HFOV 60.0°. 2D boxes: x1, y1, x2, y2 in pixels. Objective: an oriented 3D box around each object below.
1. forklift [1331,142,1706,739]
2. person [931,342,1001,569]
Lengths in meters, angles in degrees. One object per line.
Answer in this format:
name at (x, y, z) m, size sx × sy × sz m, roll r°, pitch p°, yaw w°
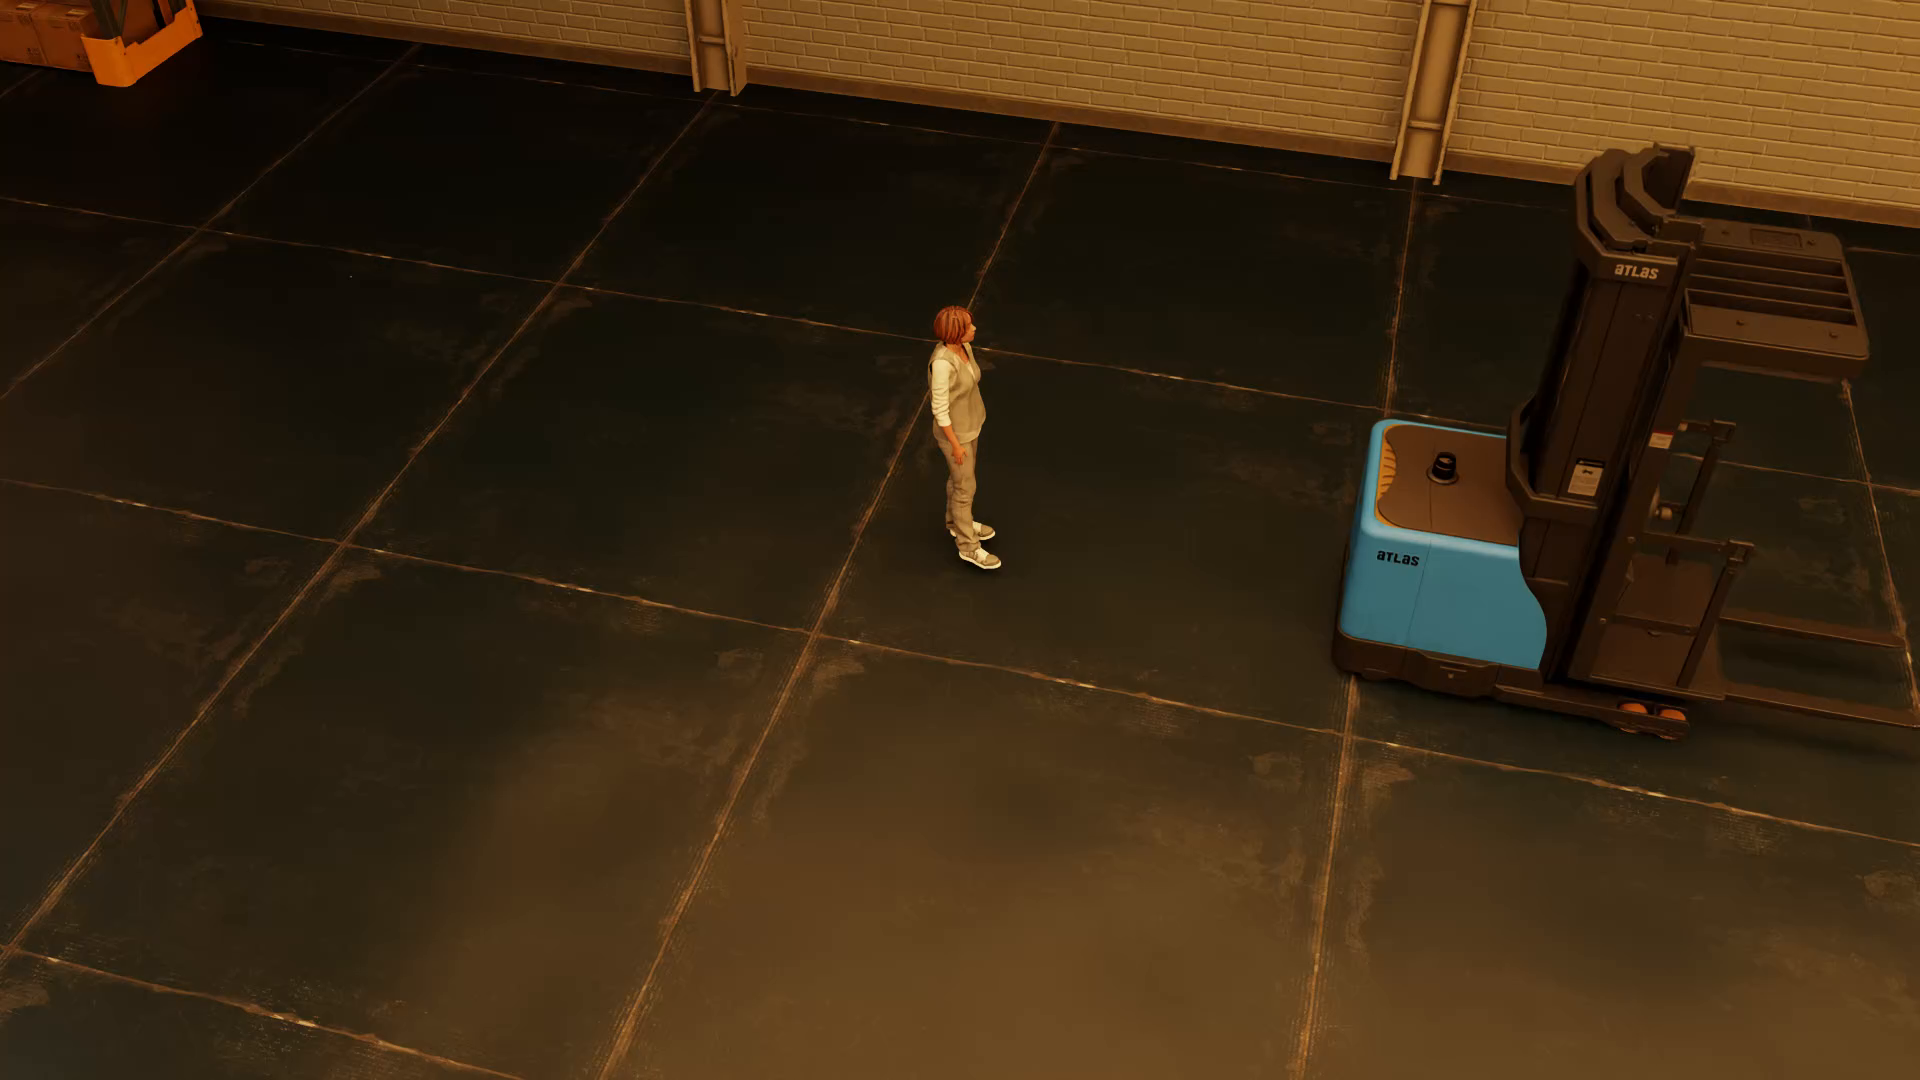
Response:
forklift at (3.634, -0.428, 8.350) m, size 3.031 × 2.935 × 1.130 m, roll 10°, pitch 42°, yaw 11°
person at (0.075, -0.525, 9.579) m, size 0.459 × 1.362 × 0.520 m, roll 10°, pitch 42°, yaw 11°
